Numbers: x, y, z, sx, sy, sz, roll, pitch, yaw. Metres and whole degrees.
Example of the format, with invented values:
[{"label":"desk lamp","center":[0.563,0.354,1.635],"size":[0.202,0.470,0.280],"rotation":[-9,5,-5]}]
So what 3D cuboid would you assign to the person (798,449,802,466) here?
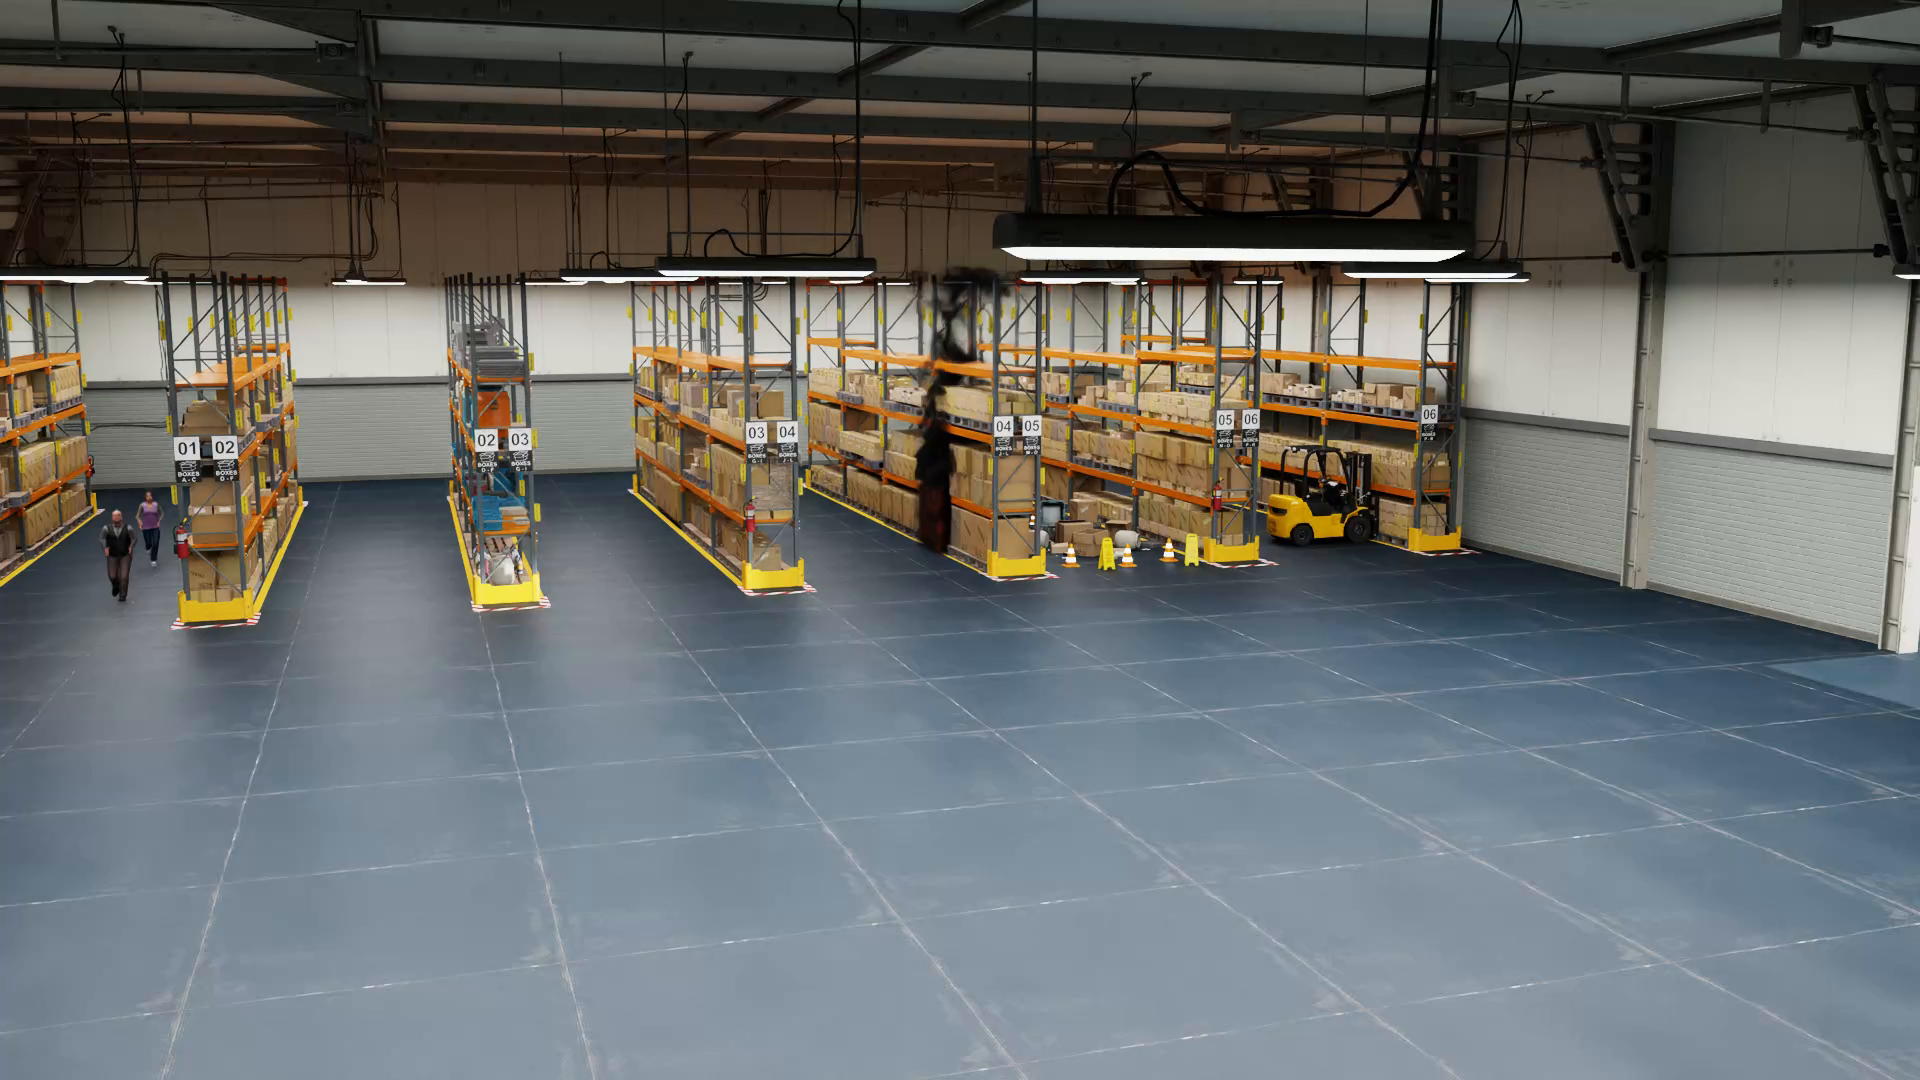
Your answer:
[{"label":"person","center":[-4.608,-1.877,44.816],"size":[0.705,1.735,0.688],"rotation":[-2,9,-12]}]

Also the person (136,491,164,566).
[{"label":"person","center":[-16.832,-0.245,34.606],"size":[0.537,1.558,0.549],"rotation":[-5,10,-29]}]

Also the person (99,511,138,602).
[{"label":"person","center":[-15.449,0.295,30.563],"size":[0.643,1.676,0.577],"rotation":[-4,10,-25]}]
